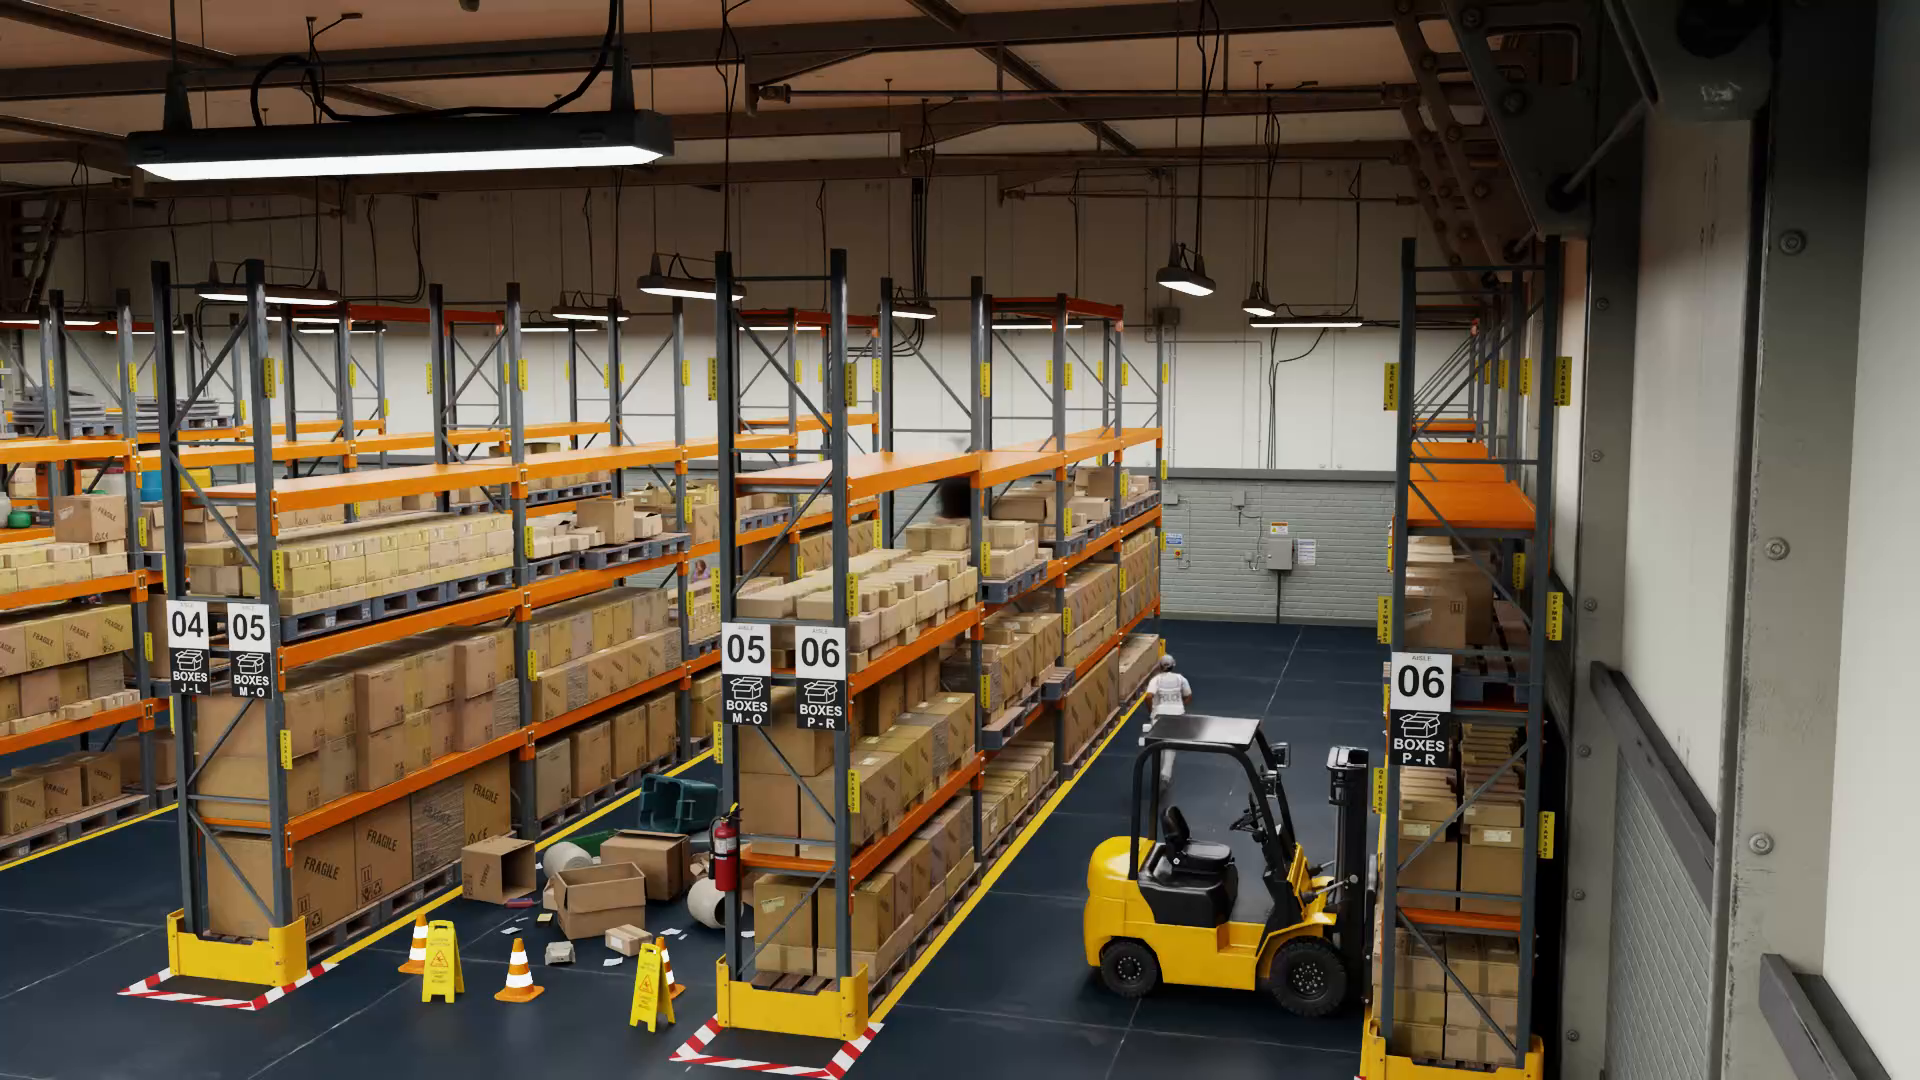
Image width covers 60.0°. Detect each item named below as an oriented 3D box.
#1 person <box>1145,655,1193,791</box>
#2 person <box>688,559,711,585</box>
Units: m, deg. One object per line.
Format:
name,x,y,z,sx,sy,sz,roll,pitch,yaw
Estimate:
person,2.531,2.231,20.138,0.582,1.637,0.792,1,6,6
person,-4.687,1.153,30.262,0.509,1.626,0.824,1,6,14
